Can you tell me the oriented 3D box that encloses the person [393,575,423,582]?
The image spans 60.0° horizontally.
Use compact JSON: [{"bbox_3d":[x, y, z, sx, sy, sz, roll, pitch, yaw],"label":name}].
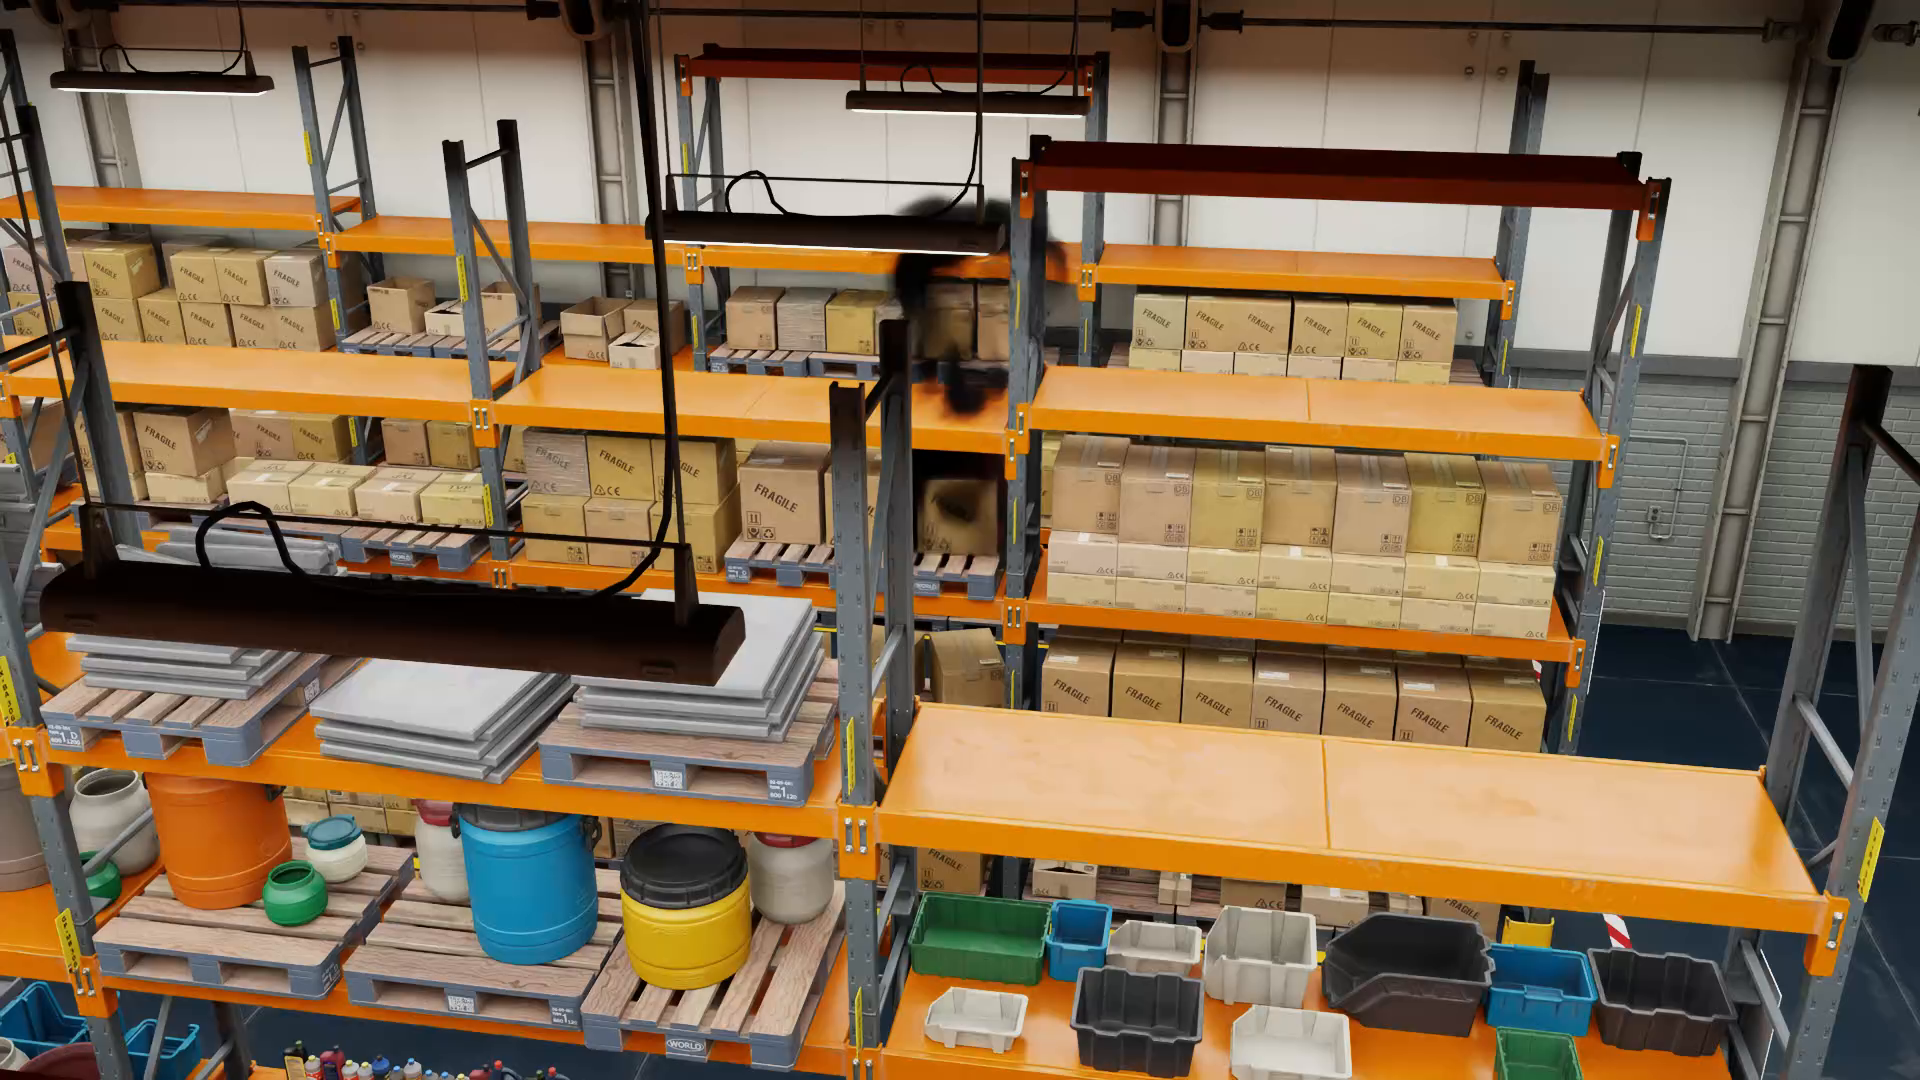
[{"bbox_3d":[-5.002,1.061,15.534,0.959,1.795,0.650,0,23,0],"label":"person"}]
